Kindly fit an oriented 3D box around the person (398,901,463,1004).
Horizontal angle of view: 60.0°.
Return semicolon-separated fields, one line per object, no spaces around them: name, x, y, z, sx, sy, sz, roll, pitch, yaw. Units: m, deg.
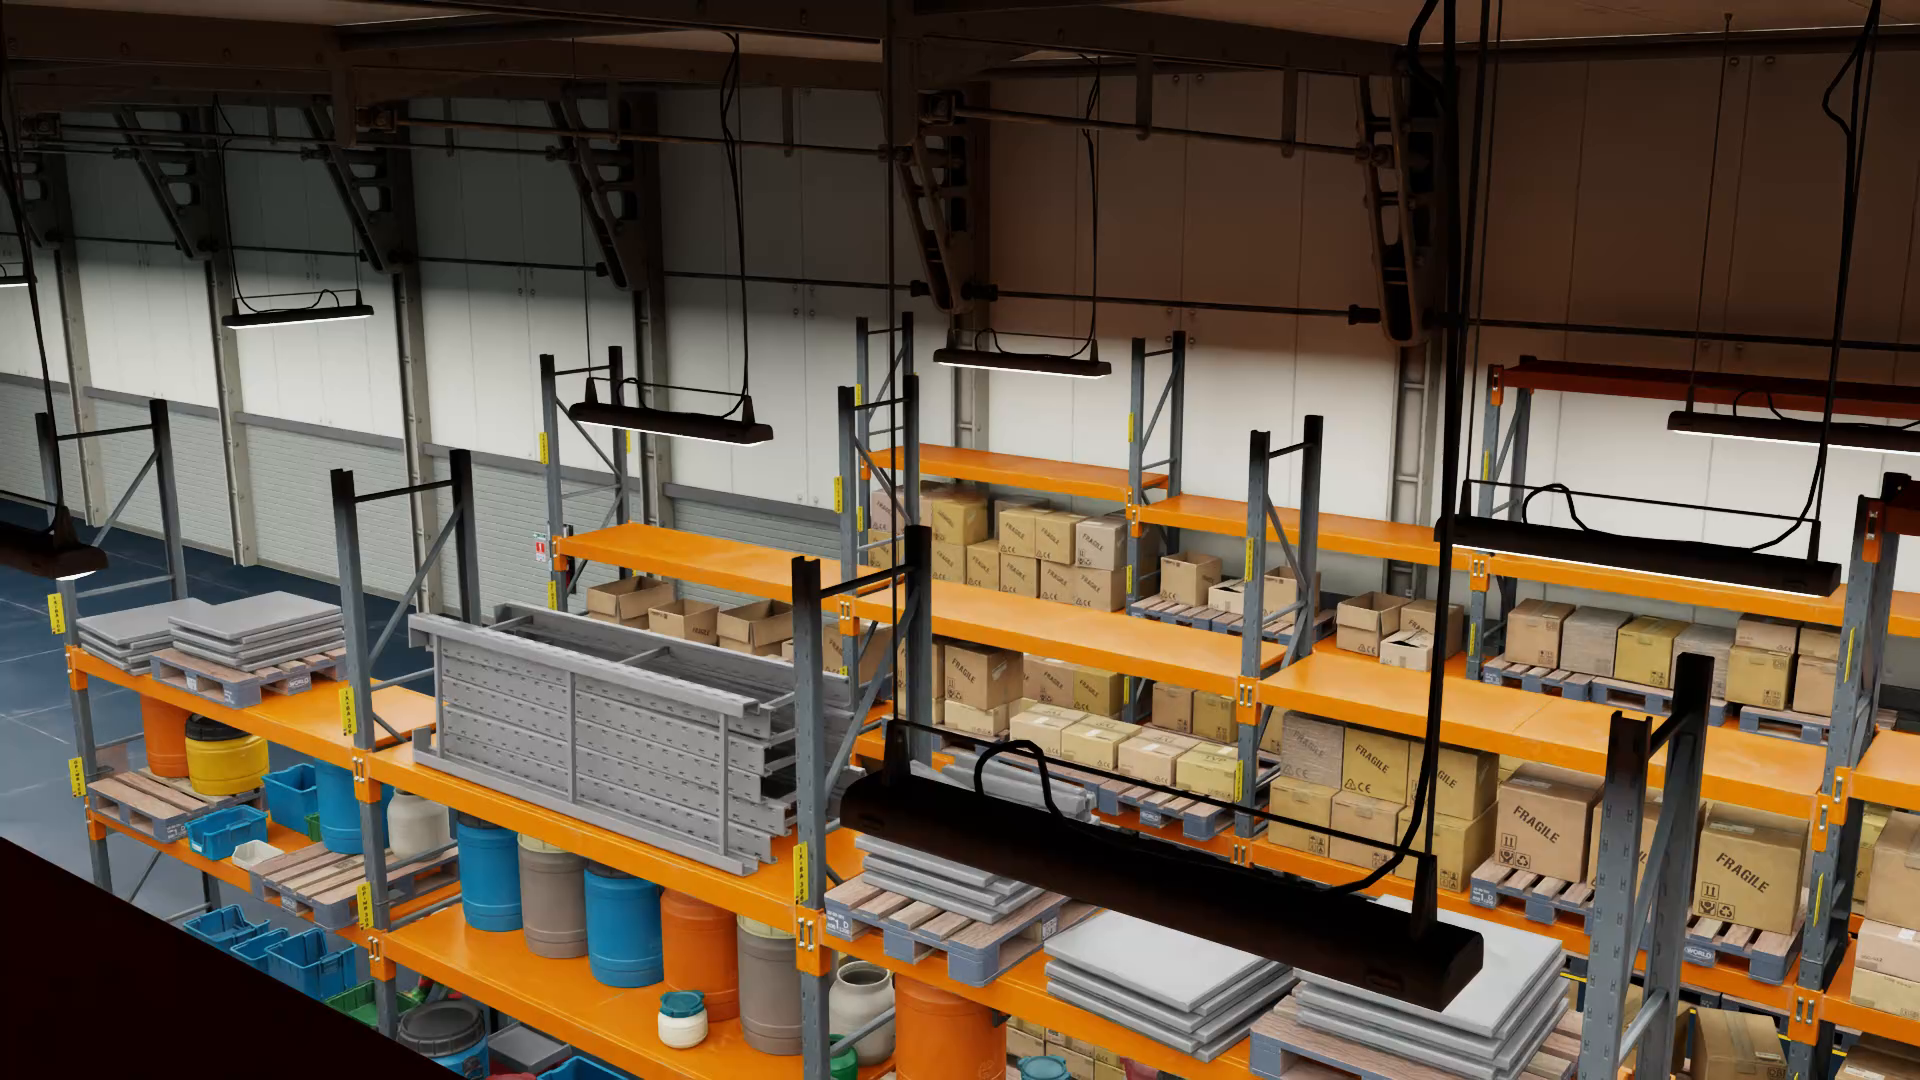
person;-4.987;3.658;15.550;1.020;1.737;0.550;7;15;27
